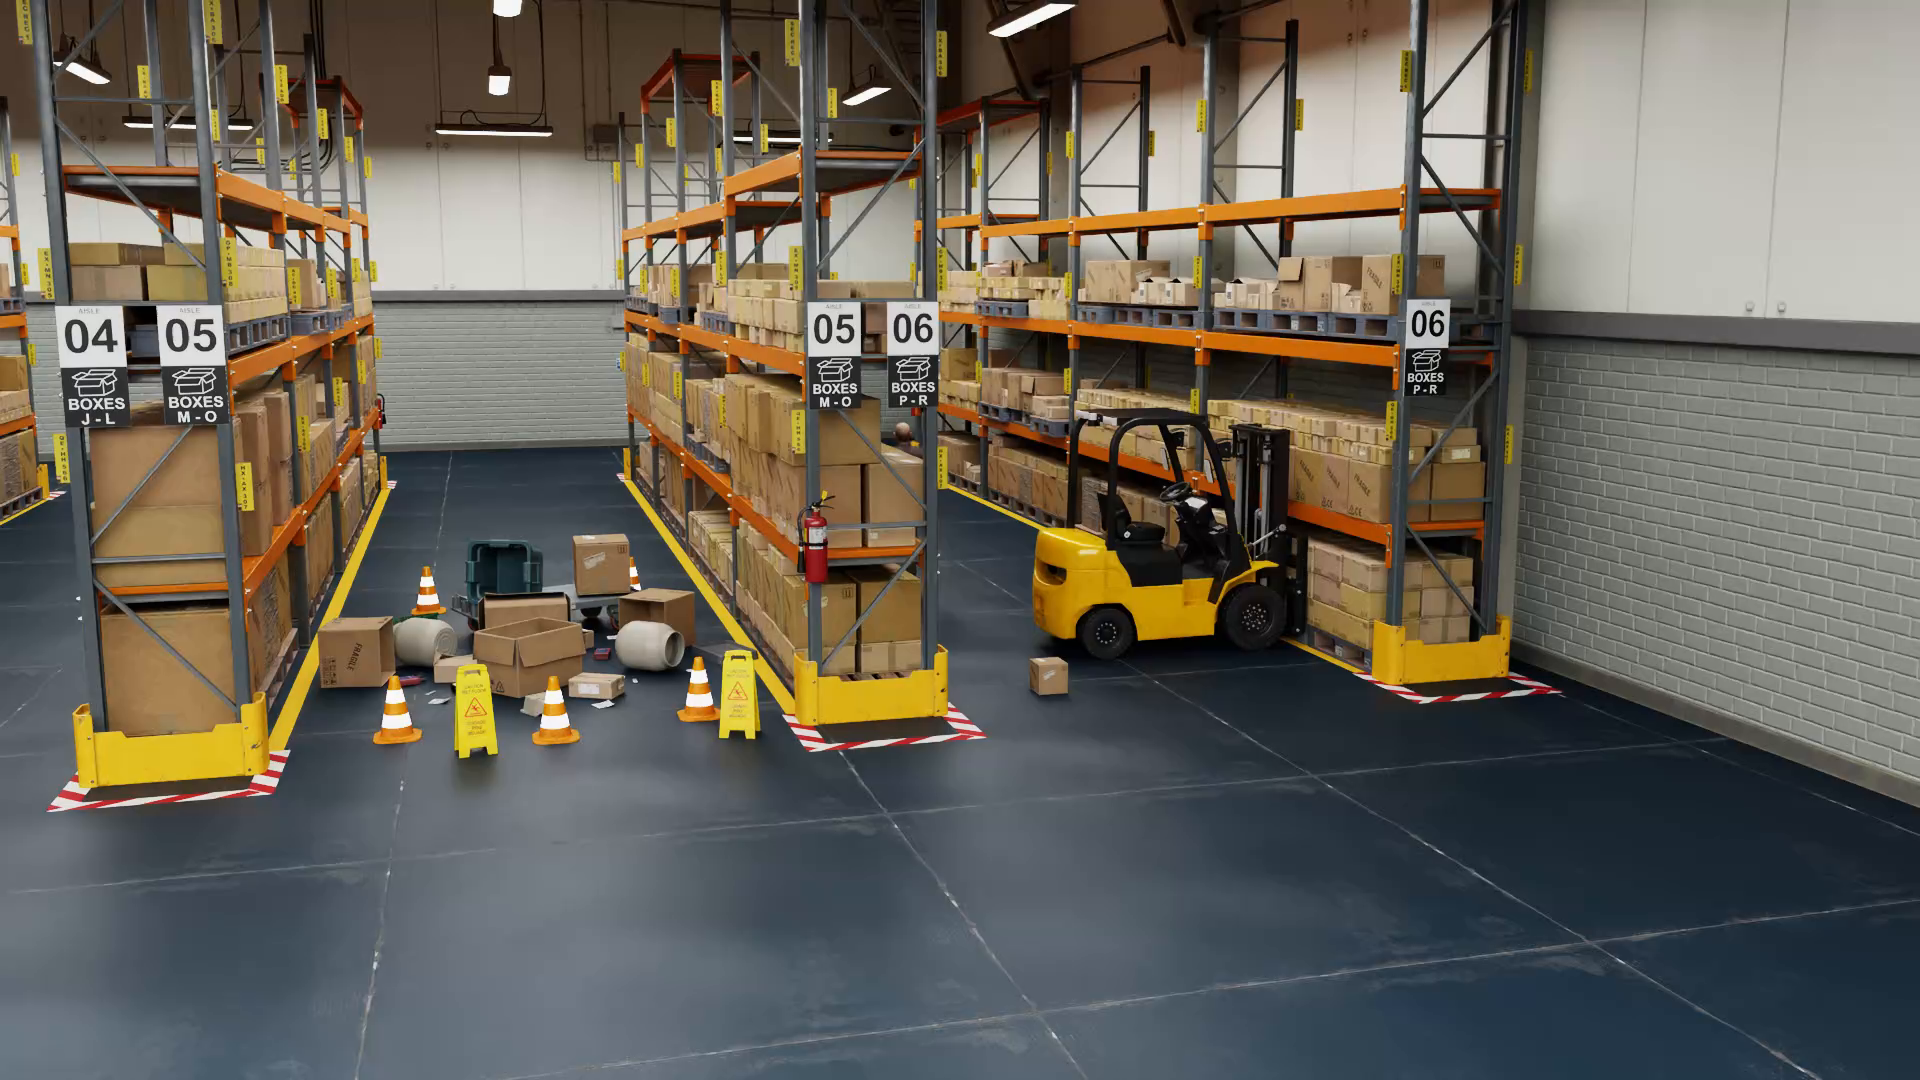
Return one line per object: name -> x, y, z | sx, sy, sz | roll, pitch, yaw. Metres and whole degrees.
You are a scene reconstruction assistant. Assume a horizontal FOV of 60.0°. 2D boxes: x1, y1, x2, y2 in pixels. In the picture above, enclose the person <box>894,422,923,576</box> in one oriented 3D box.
person -> -0.646, -0.382, 18.394 | 0.626, 1.850, 0.624 | -3, 10, -18
